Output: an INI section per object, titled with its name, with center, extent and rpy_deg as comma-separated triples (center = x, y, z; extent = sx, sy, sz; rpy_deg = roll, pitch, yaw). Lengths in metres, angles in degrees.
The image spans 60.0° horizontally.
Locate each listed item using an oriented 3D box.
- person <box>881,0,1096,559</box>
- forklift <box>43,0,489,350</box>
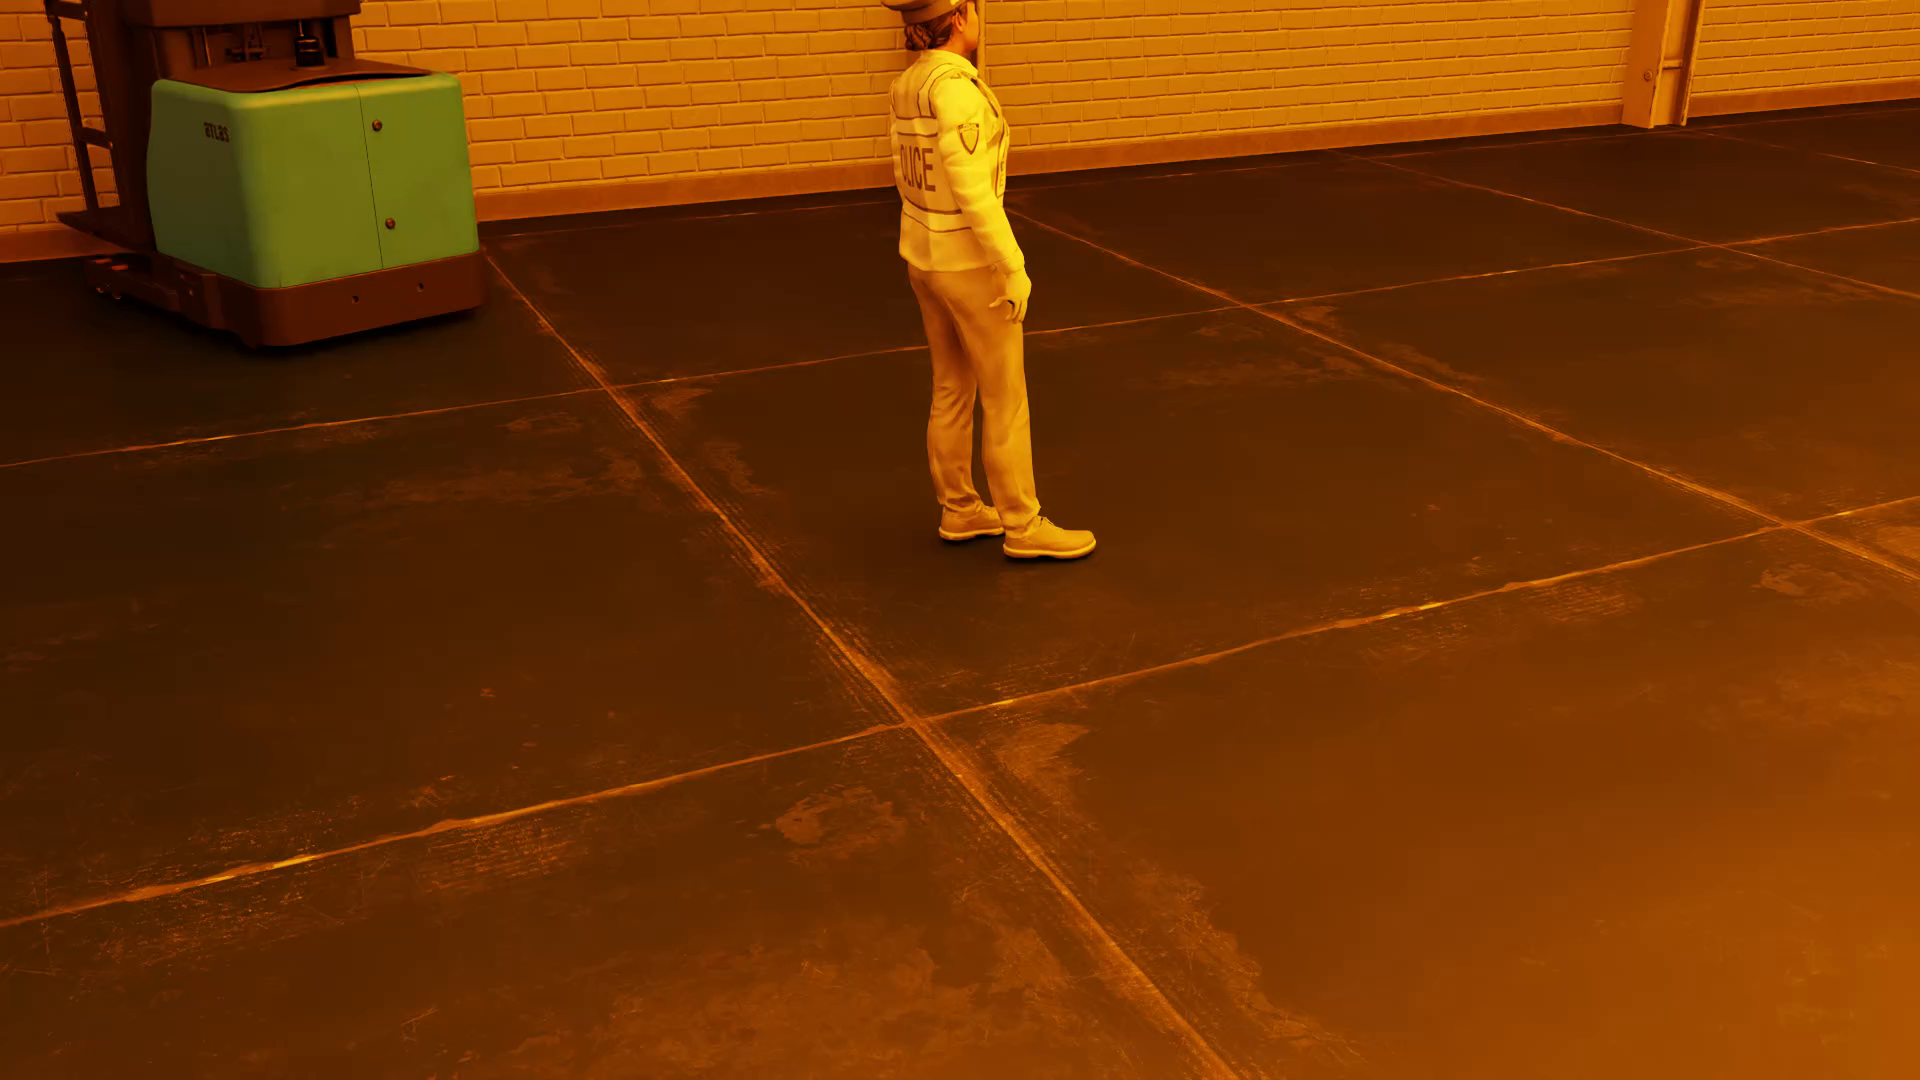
[person]
center = 0.065, -0.798, 4.800
extent = 0.531, 1.695, 0.587
rpy_deg = -10, 25, -23
[forklift]
center = -3.541, -2.610, 7.568
extent = 3.031, 2.935, 1.130
rpy_deg = 20, 30, 39
